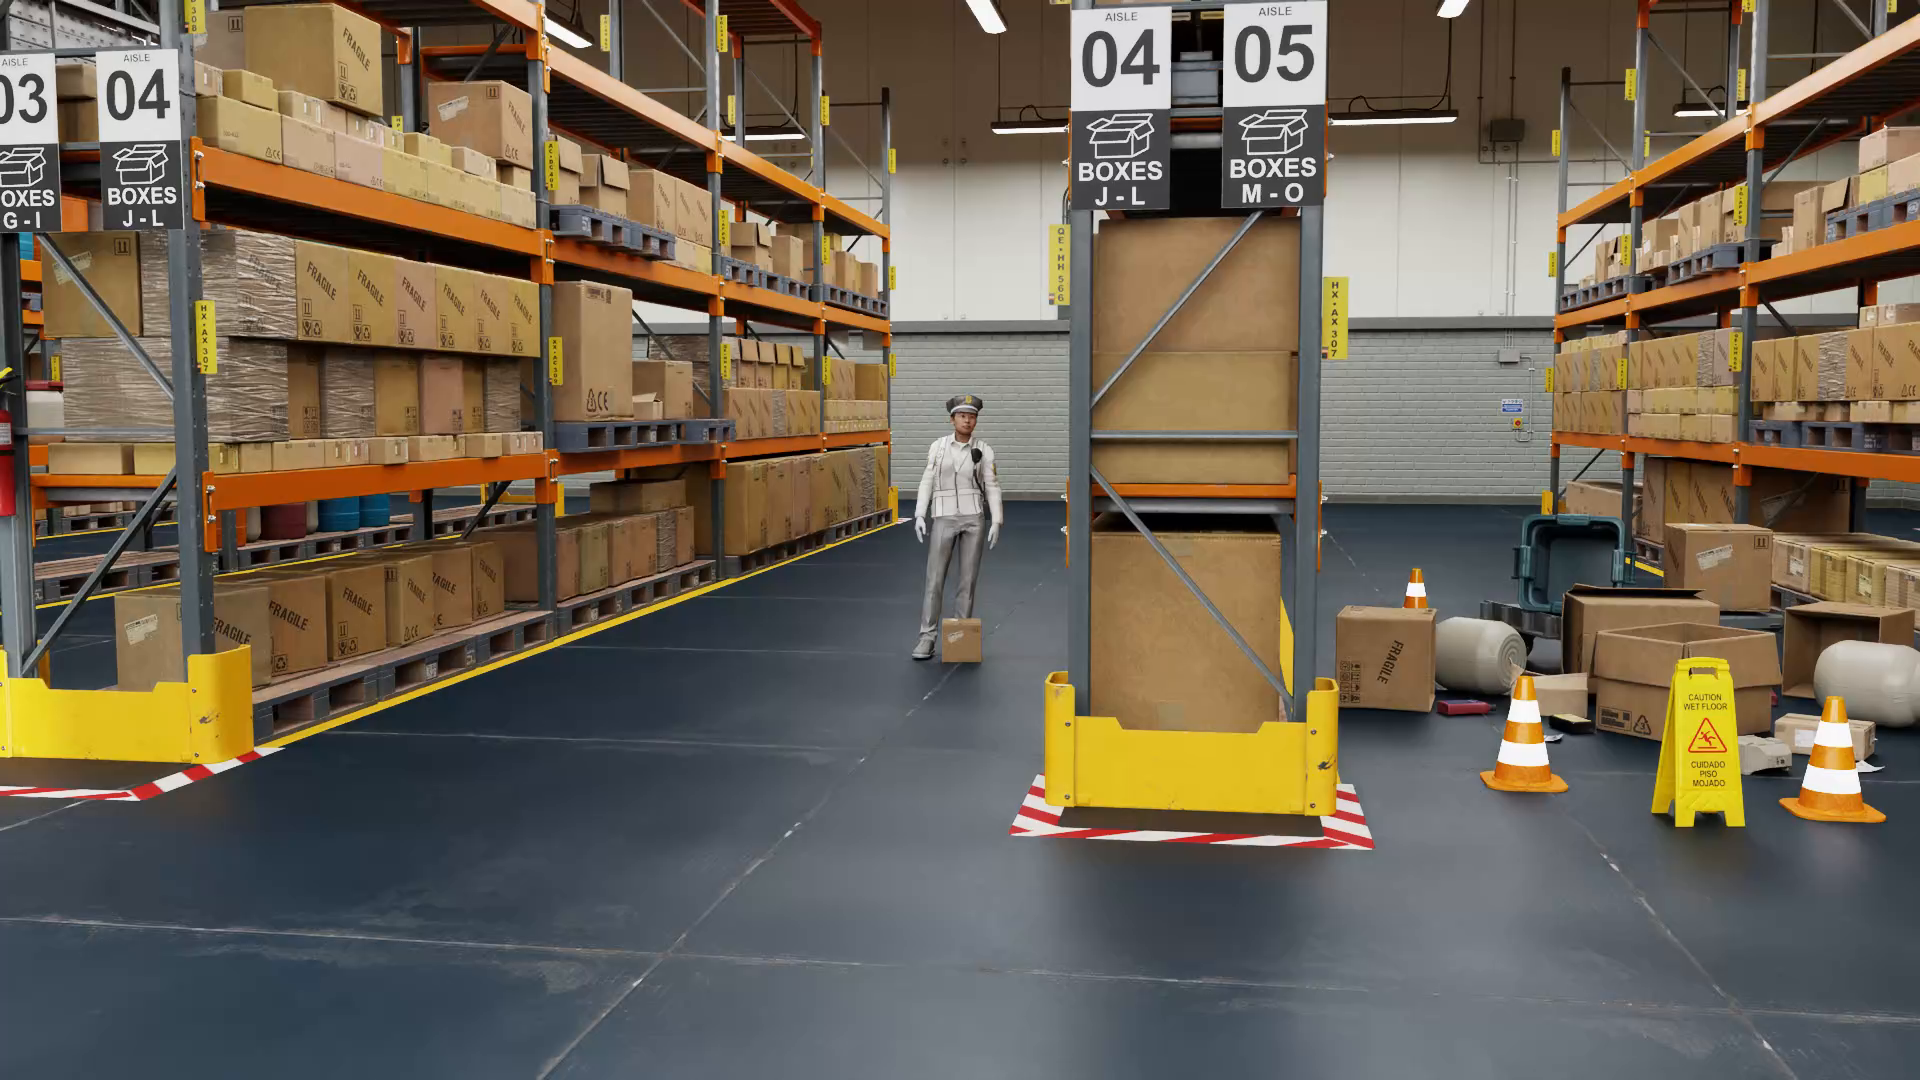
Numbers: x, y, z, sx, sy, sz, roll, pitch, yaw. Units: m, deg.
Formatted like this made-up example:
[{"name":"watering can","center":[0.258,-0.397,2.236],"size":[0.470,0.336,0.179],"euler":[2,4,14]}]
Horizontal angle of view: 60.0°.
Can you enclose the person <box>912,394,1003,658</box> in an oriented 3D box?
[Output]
[{"name":"person","center":[-0.012,-0.100,10.828],"size":[0.586,1.694,0.531],"euler":[0,5,2]}]
